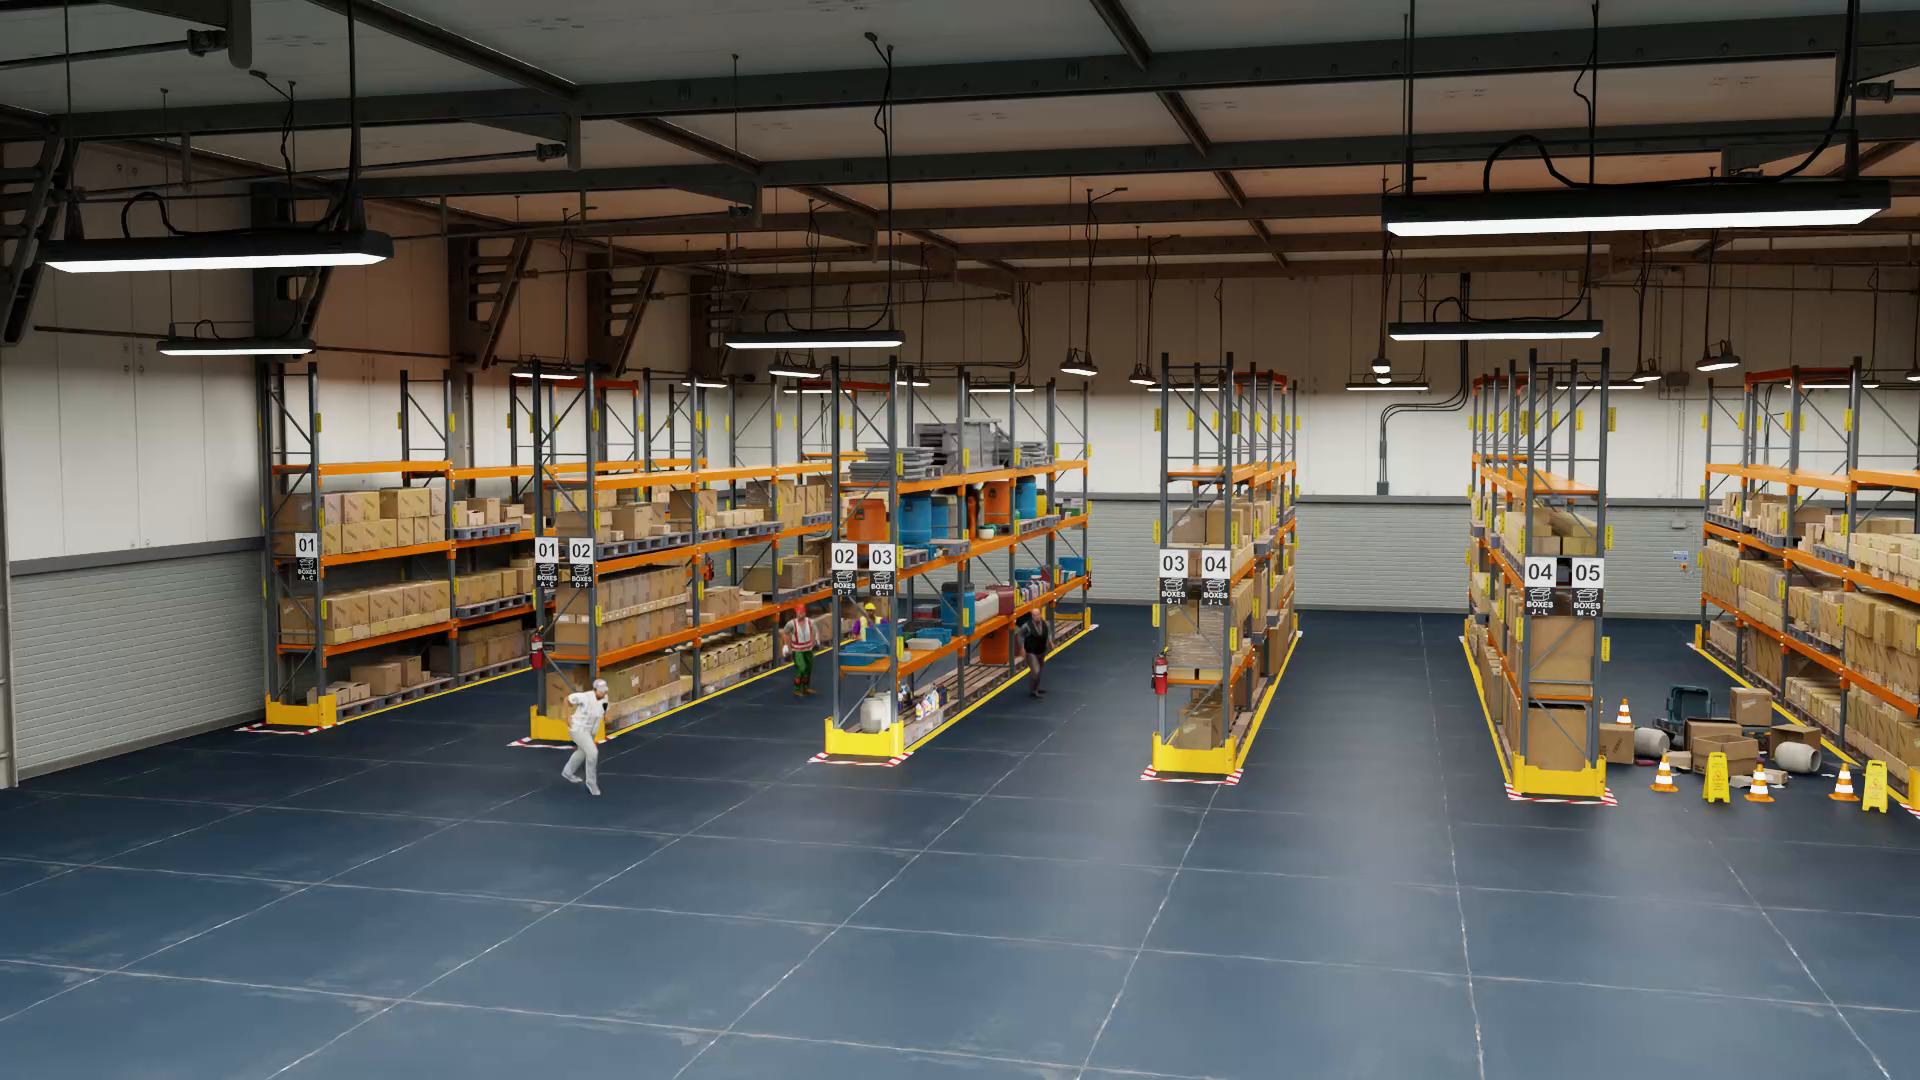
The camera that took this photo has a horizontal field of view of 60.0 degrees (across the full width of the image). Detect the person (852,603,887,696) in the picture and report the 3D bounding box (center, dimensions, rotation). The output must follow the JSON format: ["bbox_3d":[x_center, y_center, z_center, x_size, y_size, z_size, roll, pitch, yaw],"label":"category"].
[{"bbox_3d":[-1.637,2.001,30.660,0.698,1.716,0.768,1,4,8],"label":"person"}]

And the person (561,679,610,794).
[{"bbox_3d":[-5.123,2.664,22.616,1.012,1.619,0.647,3,5,37],"label":"person"}]

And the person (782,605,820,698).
[{"bbox_3d":[-2.857,2.034,30.401,0.679,1.738,0.817,-3,5,-35],"label":"person"}]

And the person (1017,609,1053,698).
[{"bbox_3d":[1.402,2.065,30.354,0.677,1.669,0.833,-3,5,-34],"label":"person"}]
